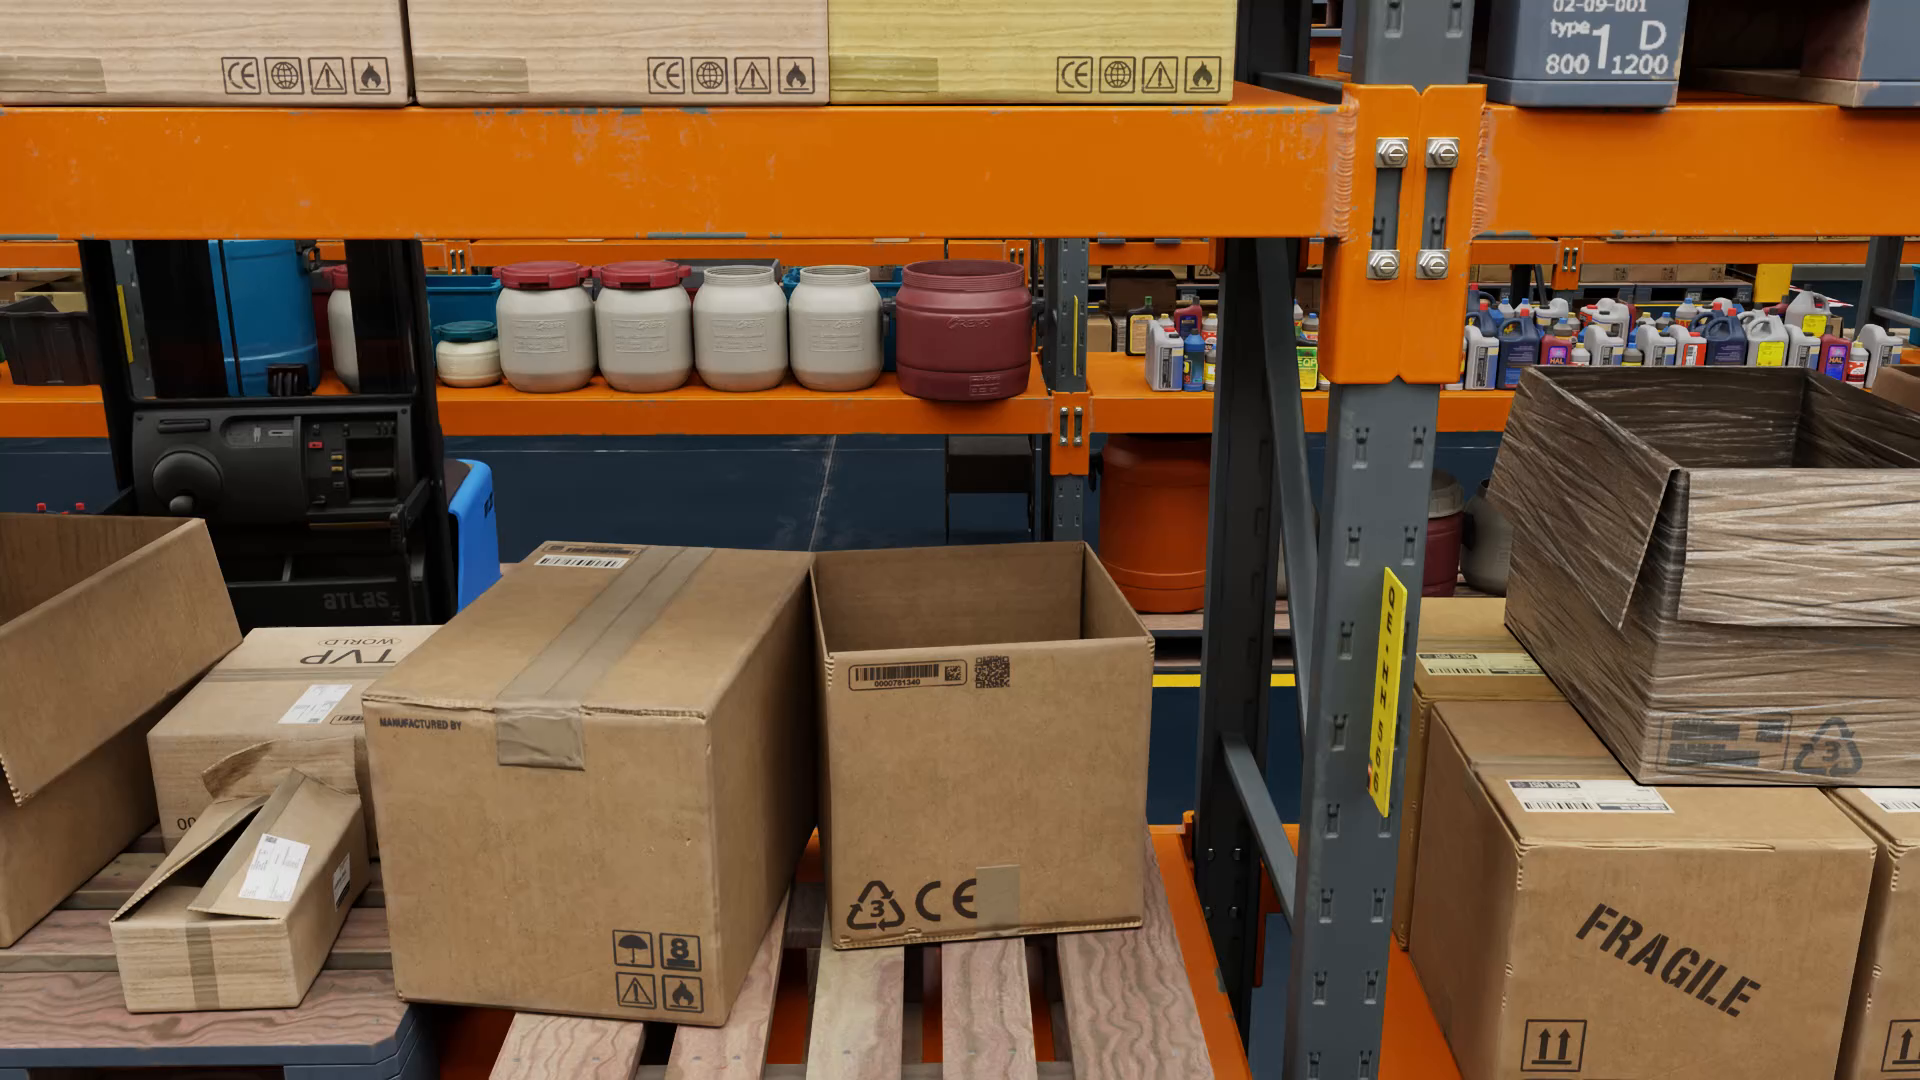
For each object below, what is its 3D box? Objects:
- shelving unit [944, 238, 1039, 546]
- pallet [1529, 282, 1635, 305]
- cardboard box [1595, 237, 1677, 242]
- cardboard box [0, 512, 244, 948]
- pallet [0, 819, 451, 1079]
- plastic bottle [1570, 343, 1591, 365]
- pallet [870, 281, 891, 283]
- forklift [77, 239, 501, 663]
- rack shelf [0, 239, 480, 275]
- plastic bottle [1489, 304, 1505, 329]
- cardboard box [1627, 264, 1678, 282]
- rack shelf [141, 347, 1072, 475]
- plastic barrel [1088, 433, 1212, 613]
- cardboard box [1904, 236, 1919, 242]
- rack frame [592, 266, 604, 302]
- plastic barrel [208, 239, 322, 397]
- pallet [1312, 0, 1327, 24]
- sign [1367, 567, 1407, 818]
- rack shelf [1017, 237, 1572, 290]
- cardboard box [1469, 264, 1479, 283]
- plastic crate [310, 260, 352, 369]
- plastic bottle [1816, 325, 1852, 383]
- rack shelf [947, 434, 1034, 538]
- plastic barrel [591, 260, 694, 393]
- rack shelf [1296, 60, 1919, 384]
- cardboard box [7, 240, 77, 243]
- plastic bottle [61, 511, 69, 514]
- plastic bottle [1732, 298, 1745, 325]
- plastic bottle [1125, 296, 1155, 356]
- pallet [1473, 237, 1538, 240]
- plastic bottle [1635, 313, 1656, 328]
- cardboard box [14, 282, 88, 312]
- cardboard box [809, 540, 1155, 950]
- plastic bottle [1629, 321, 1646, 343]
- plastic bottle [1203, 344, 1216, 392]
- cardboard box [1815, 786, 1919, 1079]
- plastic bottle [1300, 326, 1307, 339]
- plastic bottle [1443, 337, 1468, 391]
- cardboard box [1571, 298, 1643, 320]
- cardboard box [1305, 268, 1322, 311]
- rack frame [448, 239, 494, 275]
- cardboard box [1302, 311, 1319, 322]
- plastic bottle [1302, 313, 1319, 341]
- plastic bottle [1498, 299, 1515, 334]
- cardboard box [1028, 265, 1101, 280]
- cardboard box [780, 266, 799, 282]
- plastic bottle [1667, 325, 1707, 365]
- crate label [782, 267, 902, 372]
[{"bbox_3d":[0.166,-1.001,9.229,0.503,2.100,0.431,0,18,-1],"label":"shelving unit"},{"bbox_3d":[6.303,-2.664,17.506,1.213,0.211,1.003,0,18,-1],"label":"pallet"},{"bbox_3d":[4.914,-2.459,12.139,0.500,0.500,0.500,0,18,1],"label":"cardboard box"},{"bbox_3d":[-1.714,0.286,2.888,0.637,0.503,0.797,2,18,5],"label":"cardboard box"},{"bbox_3d":[-1.425,0.666,2.875,1.213,0.211,1.003,0,18,-1],"label":"pallet"},{"bbox_3d":[2.734,-0.769,7.360,0.097,0.201,0.097,0,18,0],"label":"plastic bottle"},{"bbox_3d":[-0.463,-2.655,17.478,1.213,0.211,1.003,0,18,-1],"label":"pallet"},{"bbox_3d":[-2.352,-0.263,5.568,1.130,2.935,3.031,-2,18,-6],"label":"forklift"},{"bbox_3d":[-5.599,-2.101,12.365,4.000,0.370,1.077,0,18,-1],"label":"rack shelf"},{"bbox_3d":[2.539,-0.989,7.932,0.097,0.271,0.097,0,18,0],"label":"plastic bottle"},{"bbox_3d":[7.119,-2.998,17.387,0.500,0.500,0.700,0,18,-1],"label":"cardboard box"},{"bbox_3d":[-1.525,-0.608,7.710,4.000,0.370,1.077,0,18,-1],"label":"rack shelf"},{"bbox_3d":[0.964,-0.134,7.921,0.708,0.830,0.600,0,18,-1],"label":"plastic barrel"},{"bbox_3d":[6.939,-2.470,12.171,0.500,0.500,0.500,0,18,0],"label":"cardboard box"},{"bbox_3d":[-3.681,-3.967,17.002,0.127,3.000,1.000,0,18,-1],"label":"rack frame"},{"bbox_3d":[-3.133,-1.089,7.210,0.708,0.901,0.600,0,18,-1],"label":"plastic barrel"},{"bbox_3d":[2.710,-3.843,12.015,1.003,0.211,1.213,0,18,-1],"label":"pallet"},{"bbox_3d":[0.571,0.205,2.233,0.005,0.325,0.100,0,18,-1],"label":"sign"},{"bbox_3d":[2.401,-2.140,12.486,4.000,0.370,1.077,0,18,-1],"label":"rack shelf"},{"bbox_3d":[5.068,-2.987,17.354,0.500,0.500,0.700,0,18,0],"label":"cardboard box"},{"bbox_3d":[-3.045,-1.067,7.858,0.583,0.464,0.402,0,18,-1],"label":"plastic crate"},{"bbox_3d":[3.855,-0.808,7.347,0.133,0.283,0.061,0,18,-1],"label":"plastic bottle"},{"bbox_3d":[0.166,-0.321,9.447,0.480,0.518,0.431,0,18,-1],"label":"rack shelf"},{"bbox_3d":[-1.398,-0.949,7.372,0.433,0.535,0.433,0,18,0],"label":"plastic barrel"},{"bbox_3d":[2.553,-0.543,2.596,4.000,0.370,1.077,0,18,-1],"label":"rack shelf"},{"bbox_3d":[-6.606,-2.484,12.218,0.500,0.500,0.700,0,18,1],"label":"cardboard box"},{"bbox_3d":[-4.336,0.032,8.153,0.185,0.351,0.144,0,18,-1],"label":"plastic bottle"},{"bbox_3d":[3.756,-1.039,8.088,0.097,0.271,0.097,0,18,0],"label":"plastic bottle"},{"bbox_3d":[0.873,-1.037,8.060,0.133,0.283,0.061,0,18,-1],"label":"plastic bottle"},{"bbox_3d":[3.600,-2.430,12.527,1.213,0.211,1.003,0,18,-1],"label":"pallet"},{"bbox_3d":[3.329,-1.004,8.092,0.097,0.201,0.097,0,18,0],"label":"plastic bottle"},{"bbox_3d":[-6.559,-1.620,12.272,0.500,0.500,0.500,0,18,-1],"label":"cardboard box"},{"bbox_3d":[0.014,0.320,2.788,0.500,0.500,0.500,-2,18,-8],"label":"cardboard box"},{"bbox_3d":[3.061,-0.851,7.499,0.097,0.271,0.097,0,18,0],"label":"plastic bottle"},{"bbox_3d":[1.127,-0.761,7.336,0.097,0.201,0.097,0,18,0],"label":"plastic bottle"},{"bbox_3d":[1.559,0.583,2.657,0.500,0.500,0.500,-1,18,-2],"label":"cardboard box"},{"bbox_3d":[1.491,-0.815,7.389,0.097,0.271,0.097,0,18,0],"label":"plastic bottle"},{"bbox_3d":[2.184,-0.800,7.341,0.097,0.271,0.097,0,18,0],"label":"plastic bottle"},{"bbox_3d":[4.965,-1.601,12.999,0.500,0.500,0.500,0,18,-1],"label":"cardboard box"},{"bbox_3d":[2.913,-1.936,12.816,0.500,0.250,0.500,0,18,-1],"label":"cardboard box"},{"bbox_3d":[-3.599,-2.454,12.286,0.127,3.000,1.000,0,18,-1],"label":"rack frame"},{"bbox_3d":[2.407,-1.416,12.424,0.500,0.500,0.500,-1,18,-3],"label":"cardboard box"},{"bbox_3d":[1.706,-0.996,8.067,0.097,0.201,0.097,0,18,0],"label":"plastic bottle"},{"bbox_3d":[2.634,-1.034,8.071,0.097,0.271,0.097,0,18,0],"label":"plastic bottle"},{"bbox_3d":[1.056,-3.126,17.212,0.750,0.750,0.750,-1,18,-2],"label":"cardboard box"},{"bbox_3d":[-1.918,-3.002,17.368,0.500,0.500,0.700,0,18,0],"label":"cardboard box"},{"bbox_3d":[3.216,-0.815,7.382,0.135,0.276,0.152,0,18,-1],"label":"plastic bottle"},{"bbox_3d":[-0.522,-1.055,7.867,0.616,0.435,0.502,0,18,-1],"label":"crate label"}]
